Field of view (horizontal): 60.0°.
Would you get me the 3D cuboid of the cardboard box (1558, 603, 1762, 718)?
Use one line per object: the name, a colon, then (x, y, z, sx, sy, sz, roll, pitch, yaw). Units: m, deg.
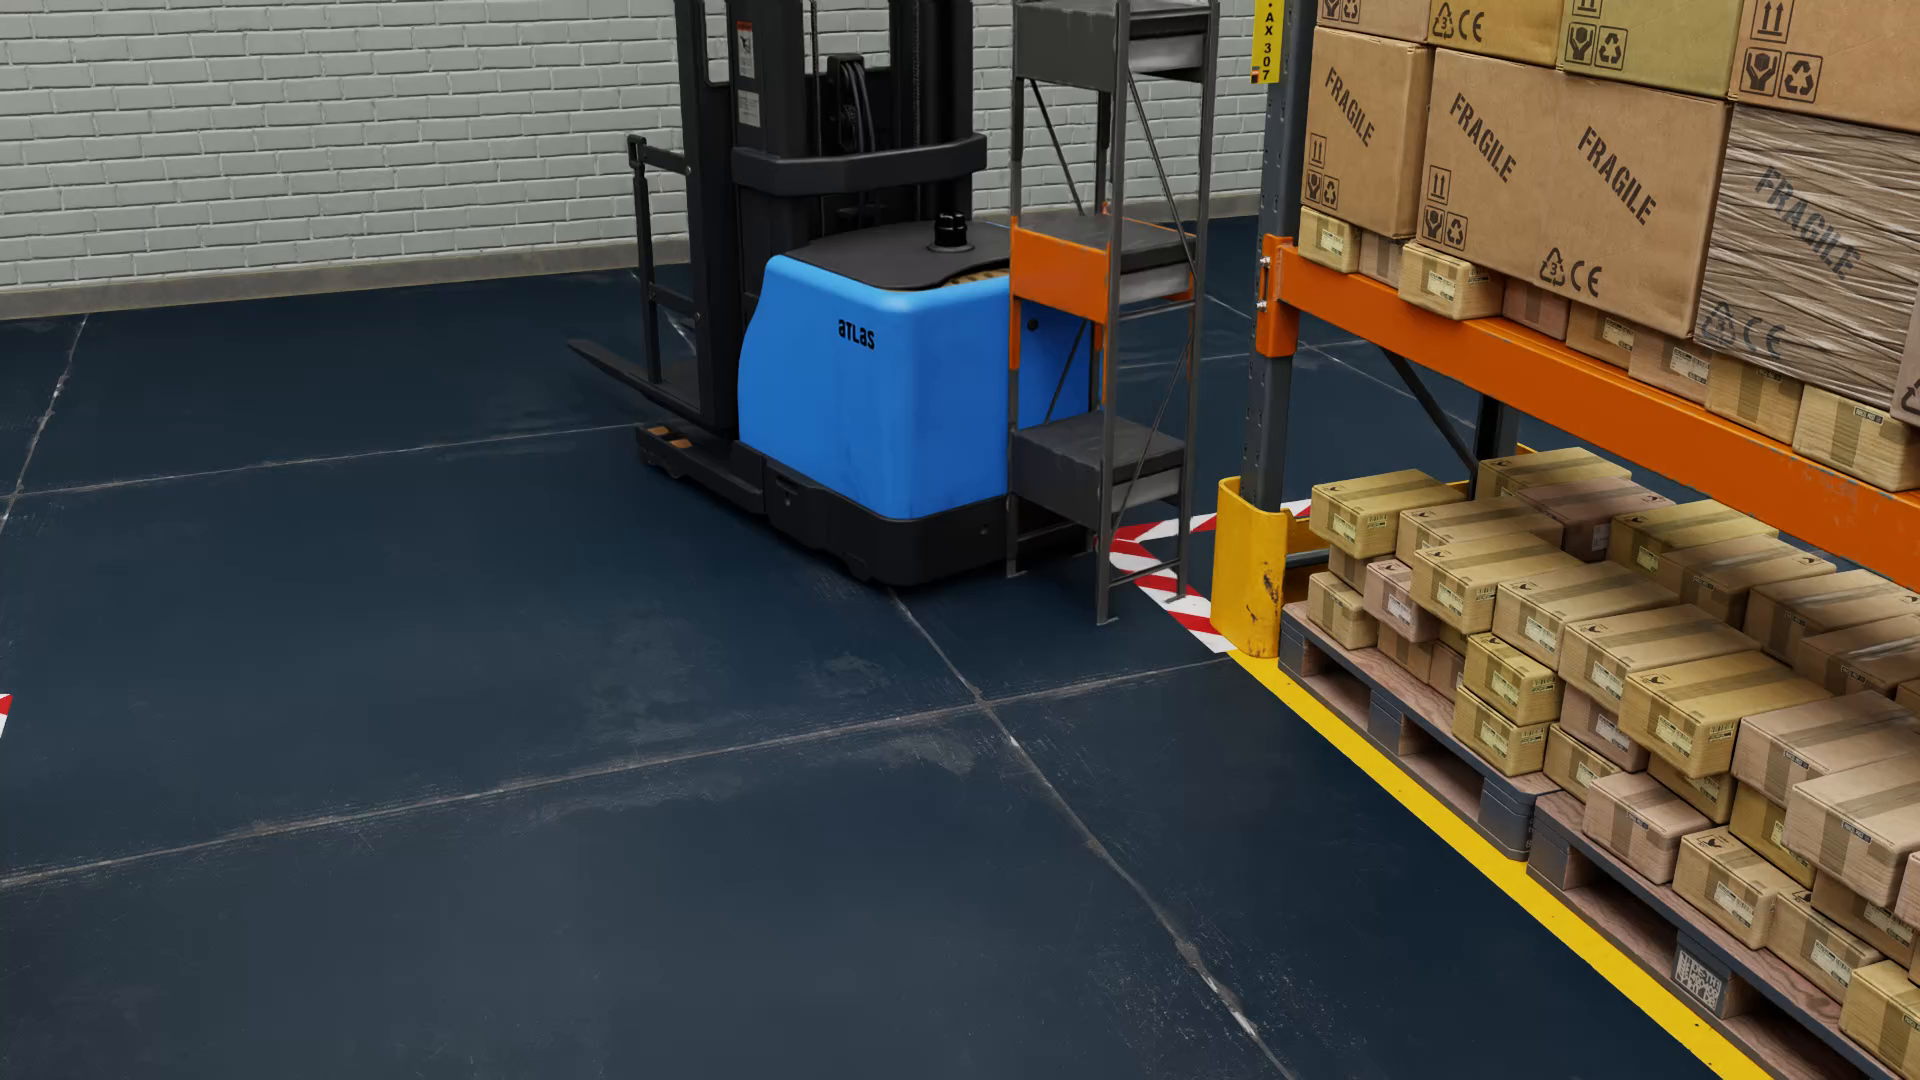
cardboard box: (1.702, 0.294, 4.055, 0.380, 0.149, 0.250, -7, 24, -17)

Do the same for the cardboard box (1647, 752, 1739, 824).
cardboard box: (1.866, 0.514, 3.915, 0.380, 0.149, 0.250, -7, 24, -16)

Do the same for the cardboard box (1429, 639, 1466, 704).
cardboard box: (1.550, 0.365, 4.652, 0.380, 0.149, 0.250, -8, 24, -18)

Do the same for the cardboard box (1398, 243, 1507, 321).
cardboard box: (1.383, -0.692, 4.354, 0.380, 0.149, 0.250, -9, 24, -20)

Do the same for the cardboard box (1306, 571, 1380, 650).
cardboard box: (1.287, 0.192, 5.063, 0.380, 0.149, 0.250, -8, 24, -18)

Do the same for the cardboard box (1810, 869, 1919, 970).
cardboard box: (2.006, 0.717, 3.434, 0.380, 0.149, 0.250, -10, 25, -21)

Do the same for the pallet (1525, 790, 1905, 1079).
pallet: (2.109, 0.892, 3.861, 1.003, 0.211, 1.213, -8, 24, -19)

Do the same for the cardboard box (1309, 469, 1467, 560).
cardboard box: (1.269, -0.080, 4.941, 0.380, 0.149, 0.250, -10, 25, -21)

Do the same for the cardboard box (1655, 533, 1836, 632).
cardboard box: (2.103, 0.119, 4.468, 0.380, 0.149, 0.250, -9, 25, -21)

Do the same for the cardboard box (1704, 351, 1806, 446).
cardboard box: (1.808, -0.325, 3.481, 0.380, 0.149, 0.250, -7, 24, -17)

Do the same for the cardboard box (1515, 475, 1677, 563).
cardboard box: (1.860, -0.060, 4.894, 0.380, 0.149, 0.250, -8, 24, -18)

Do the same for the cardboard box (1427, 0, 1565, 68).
cardboard box: (1.496, -1.425, 3.969, 0.500, 0.500, 0.500, -8, 24, -17)

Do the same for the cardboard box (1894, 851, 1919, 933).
cardboard box: (2.022, 0.676, 3.149, 0.380, 0.149, 0.250, -10, 25, -22)

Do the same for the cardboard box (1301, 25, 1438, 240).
cardboard box: (1.302, -1.145, 4.593, 0.500, 0.500, 0.500, -7, 24, -16)

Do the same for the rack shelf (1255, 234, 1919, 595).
rack shelf: (2.108, -0.105, 3.562, 1.077, 0.370, 4.000, -8, 24, -19)

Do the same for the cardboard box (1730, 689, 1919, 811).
cardboard box: (1.930, 0.474, 3.627, 0.380, 0.149, 0.250, -8, 24, -19)

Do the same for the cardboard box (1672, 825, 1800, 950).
cardboard box: (1.846, 0.752, 3.734, 0.380, 0.149, 0.250, -8, 24, -19)

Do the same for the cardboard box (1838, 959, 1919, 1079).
cardboard box: (1.991, 0.939, 3.290, 0.380, 0.149, 0.250, -8, 24, -19)

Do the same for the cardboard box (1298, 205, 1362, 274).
cardboard box: (1.209, -0.884, 4.810, 0.380, 0.149, 0.250, -9, 24, -19)

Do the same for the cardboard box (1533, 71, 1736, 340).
cardboard box: (1.676, -0.774, 3.713, 0.500, 0.500, 0.500, -8, 24, -18)

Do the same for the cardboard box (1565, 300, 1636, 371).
cardboard box: (1.675, -0.515, 3.934, 0.380, 0.149, 0.250, -9, 24, -20)

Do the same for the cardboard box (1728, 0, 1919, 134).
cardboard box: (1.842, -1.048, 3.075, 0.500, 0.500, 0.500, -9, 25, -21)

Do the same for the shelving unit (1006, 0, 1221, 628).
shelving unit: (0.474, -0.799, 5.441, 0.431, 2.100, 0.503, -16, 28, -34)

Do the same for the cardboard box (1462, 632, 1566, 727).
cardboard box: (1.549, 0.338, 4.333, 0.380, 0.149, 0.250, -8, 24, -17)

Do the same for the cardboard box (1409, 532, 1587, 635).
cardboard box: (1.448, 0.113, 4.484, 0.380, 0.149, 0.250, -8, 24, -19)

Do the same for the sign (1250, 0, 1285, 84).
sign: (0.894, -1.487, 4.802, 0.100, 0.325, 0.005, -8, 24, -19)

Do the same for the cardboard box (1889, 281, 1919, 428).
cardboard box: (2.022, -0.399, 2.823, 0.500, 0.500, 0.500, -8, 24, -19)

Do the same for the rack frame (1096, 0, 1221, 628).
rack frame: (0.620, -0.723, 5.261, 0.400, 2.100, 0.015, -16, 28, -34)

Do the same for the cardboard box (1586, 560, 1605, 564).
cardboard box: (1.897, 0.075, 4.956, 0.380, 0.149, 0.250, -9, 24, -20)

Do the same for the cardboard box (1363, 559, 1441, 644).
cardboard box: (1.390, 0.153, 4.771, 0.380, 0.149, 0.250, -8, 24, -19)

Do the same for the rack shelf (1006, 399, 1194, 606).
rack shelf: (0.474, -0.141, 5.718, 0.431, 0.518, 0.480, -16, 28, -34)

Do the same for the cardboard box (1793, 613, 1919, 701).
cardboard box: (2.239, 0.320, 3.992, 0.380, 0.149, 0.250, -9, 25, -21)

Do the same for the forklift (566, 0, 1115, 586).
forklift: (-0.704, -1.702, 6.516, 1.130, 2.935, 3.031, -16, 28, -34)

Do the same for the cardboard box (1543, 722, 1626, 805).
cardboard box: (1.717, 0.552, 4.207, 0.380, 0.149, 0.250, -8, 24, -19)
